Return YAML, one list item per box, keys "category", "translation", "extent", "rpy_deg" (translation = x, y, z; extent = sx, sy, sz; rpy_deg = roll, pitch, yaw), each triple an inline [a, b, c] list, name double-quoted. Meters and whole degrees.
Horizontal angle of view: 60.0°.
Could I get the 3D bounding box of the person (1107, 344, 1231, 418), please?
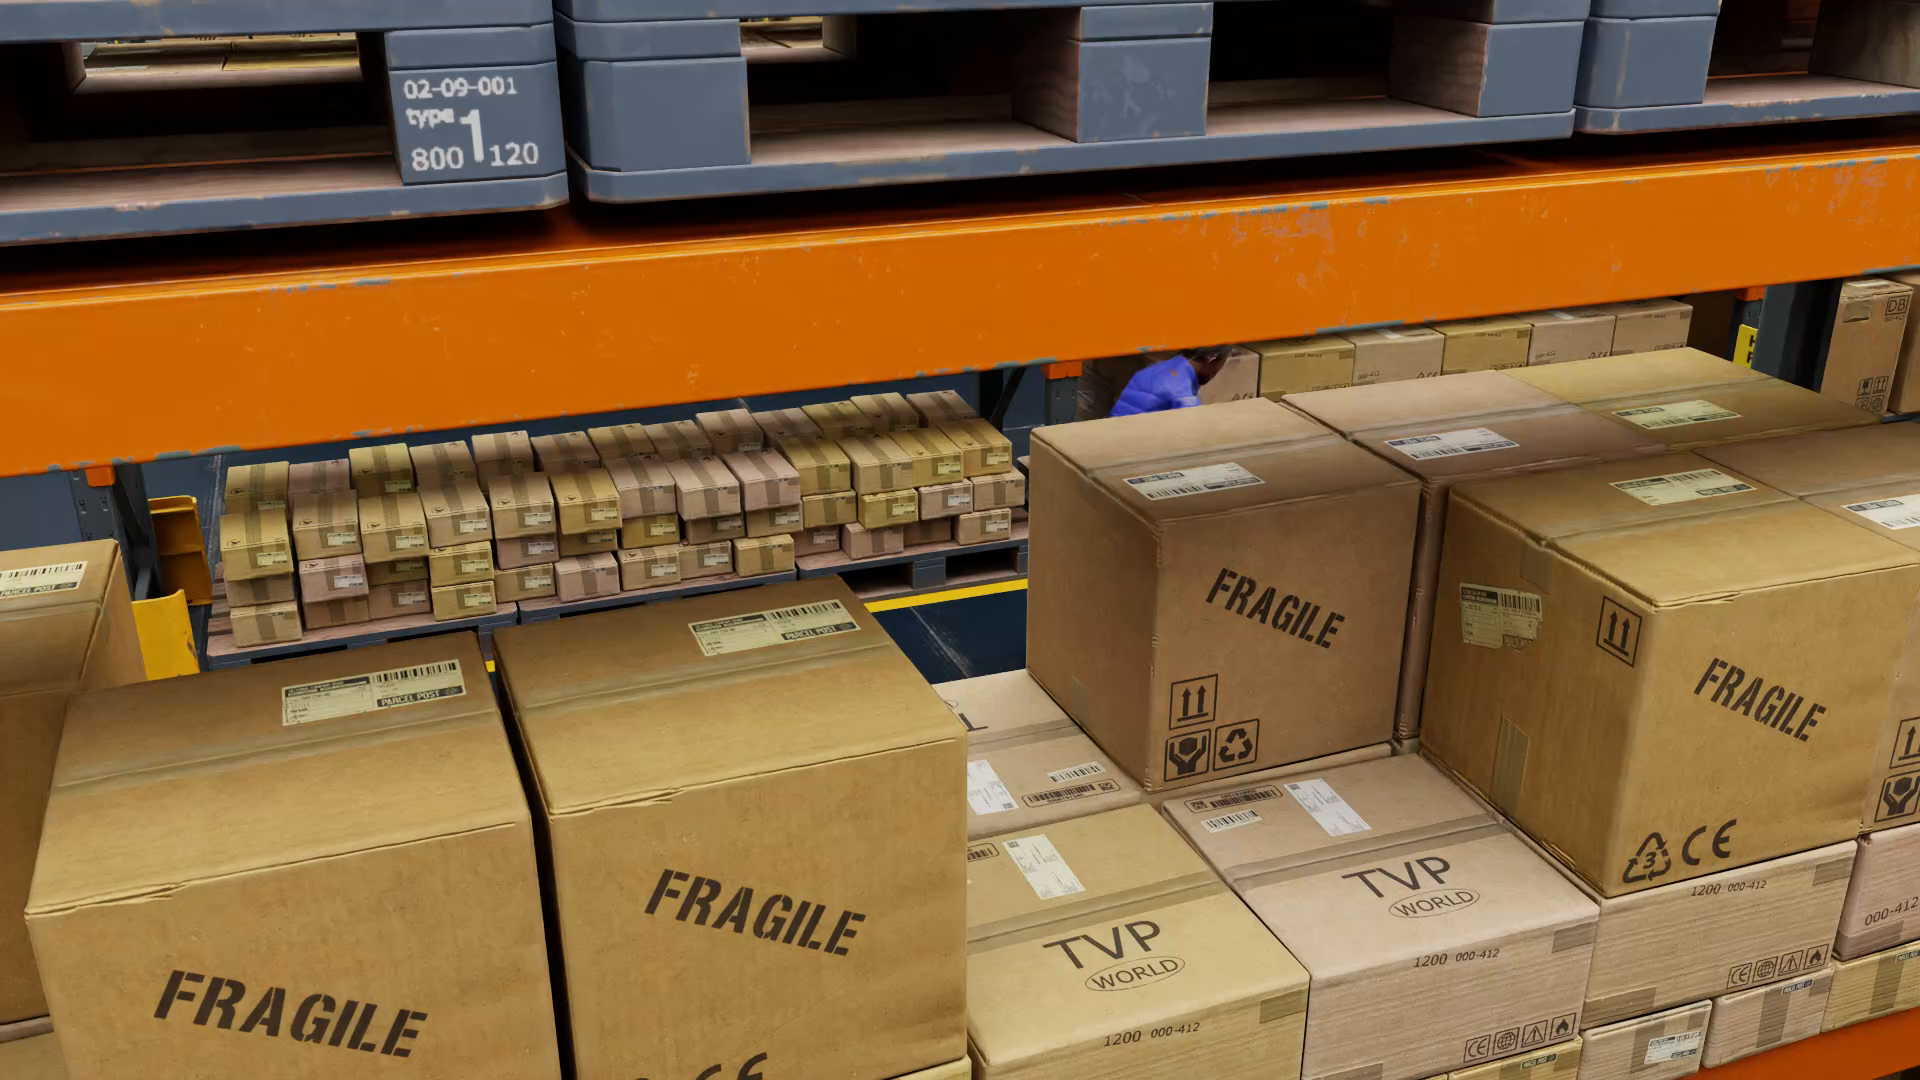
- category: "person"
  translation: [0.753, -0.143, 6.729]
  extent: [0.709, 1.445, 0.411]
  rpy_deg: [-10, 25, -22]
